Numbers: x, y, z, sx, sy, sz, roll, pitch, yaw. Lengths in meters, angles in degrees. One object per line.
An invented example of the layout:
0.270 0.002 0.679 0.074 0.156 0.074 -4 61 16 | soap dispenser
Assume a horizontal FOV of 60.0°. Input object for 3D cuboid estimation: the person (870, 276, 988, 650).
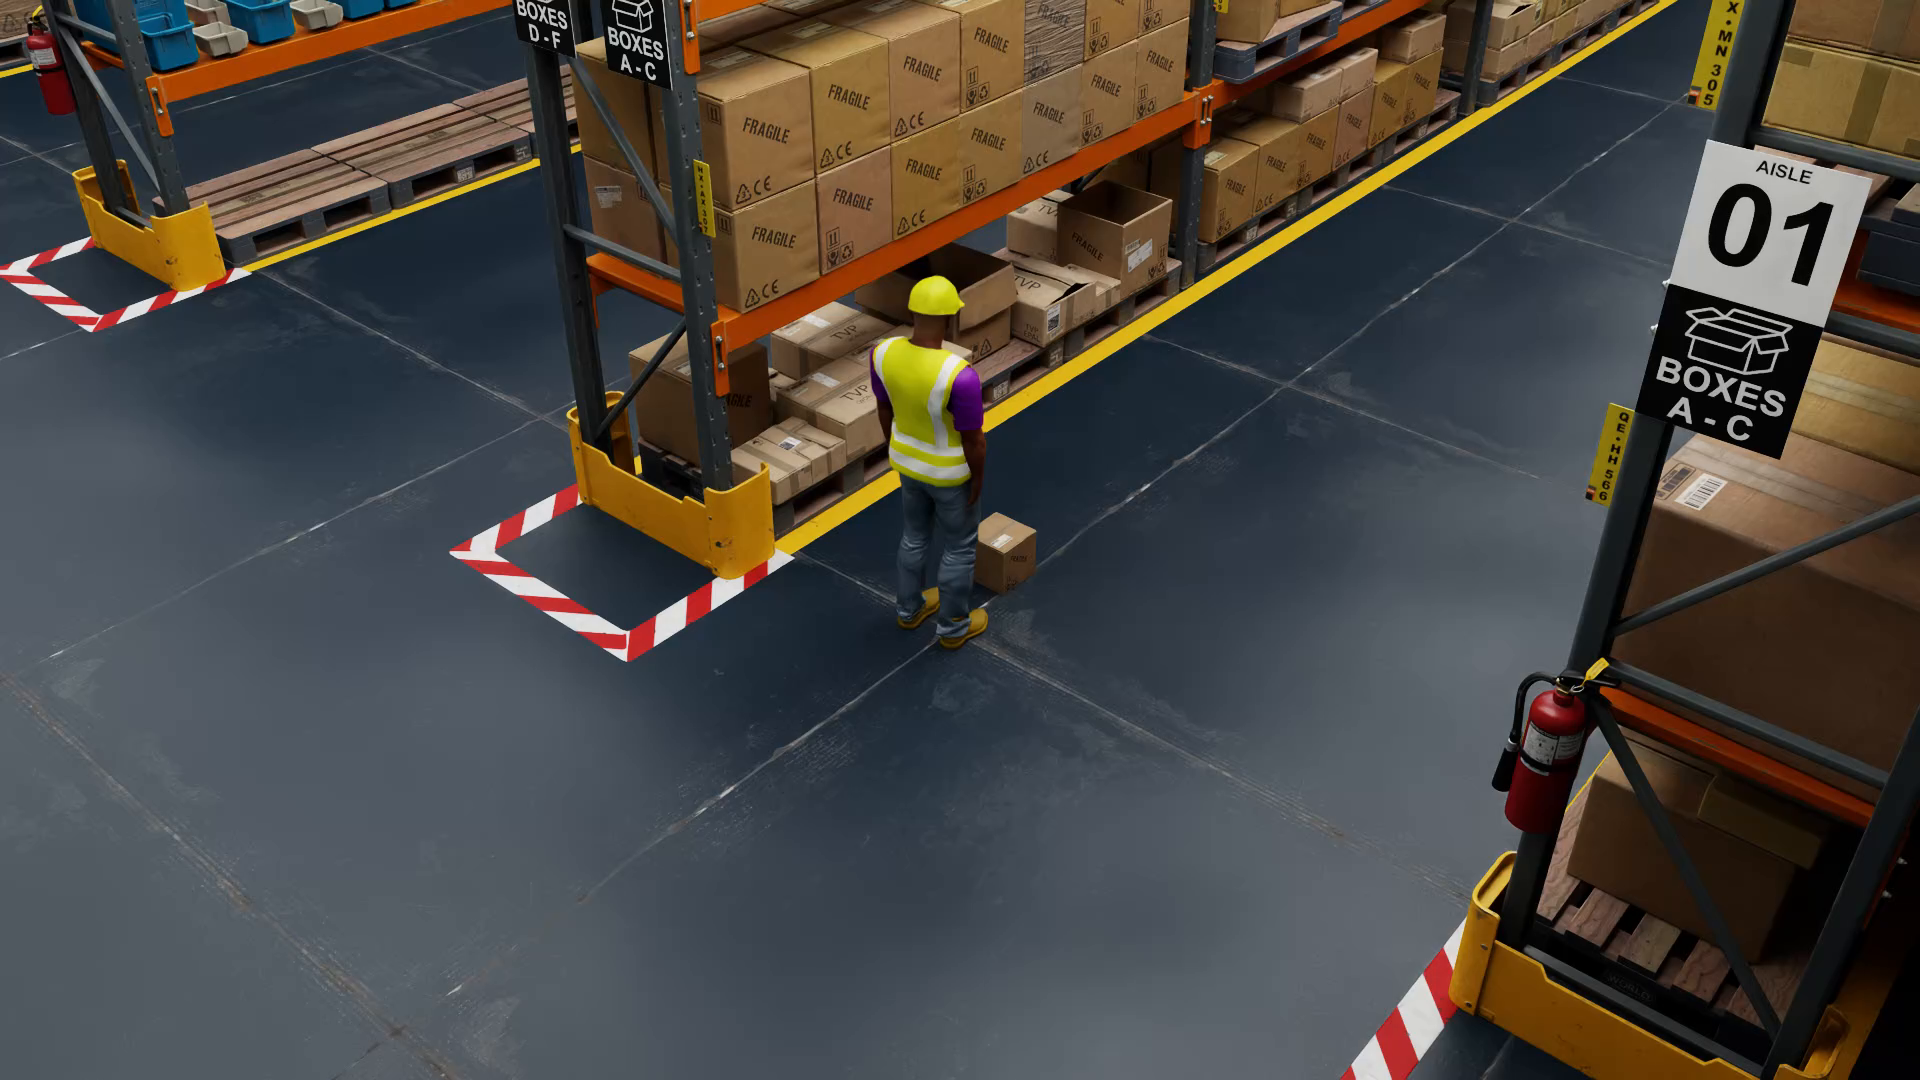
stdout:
-0.116 -0.335 7.261 0.567 1.761 0.363 23 41 29 | person
